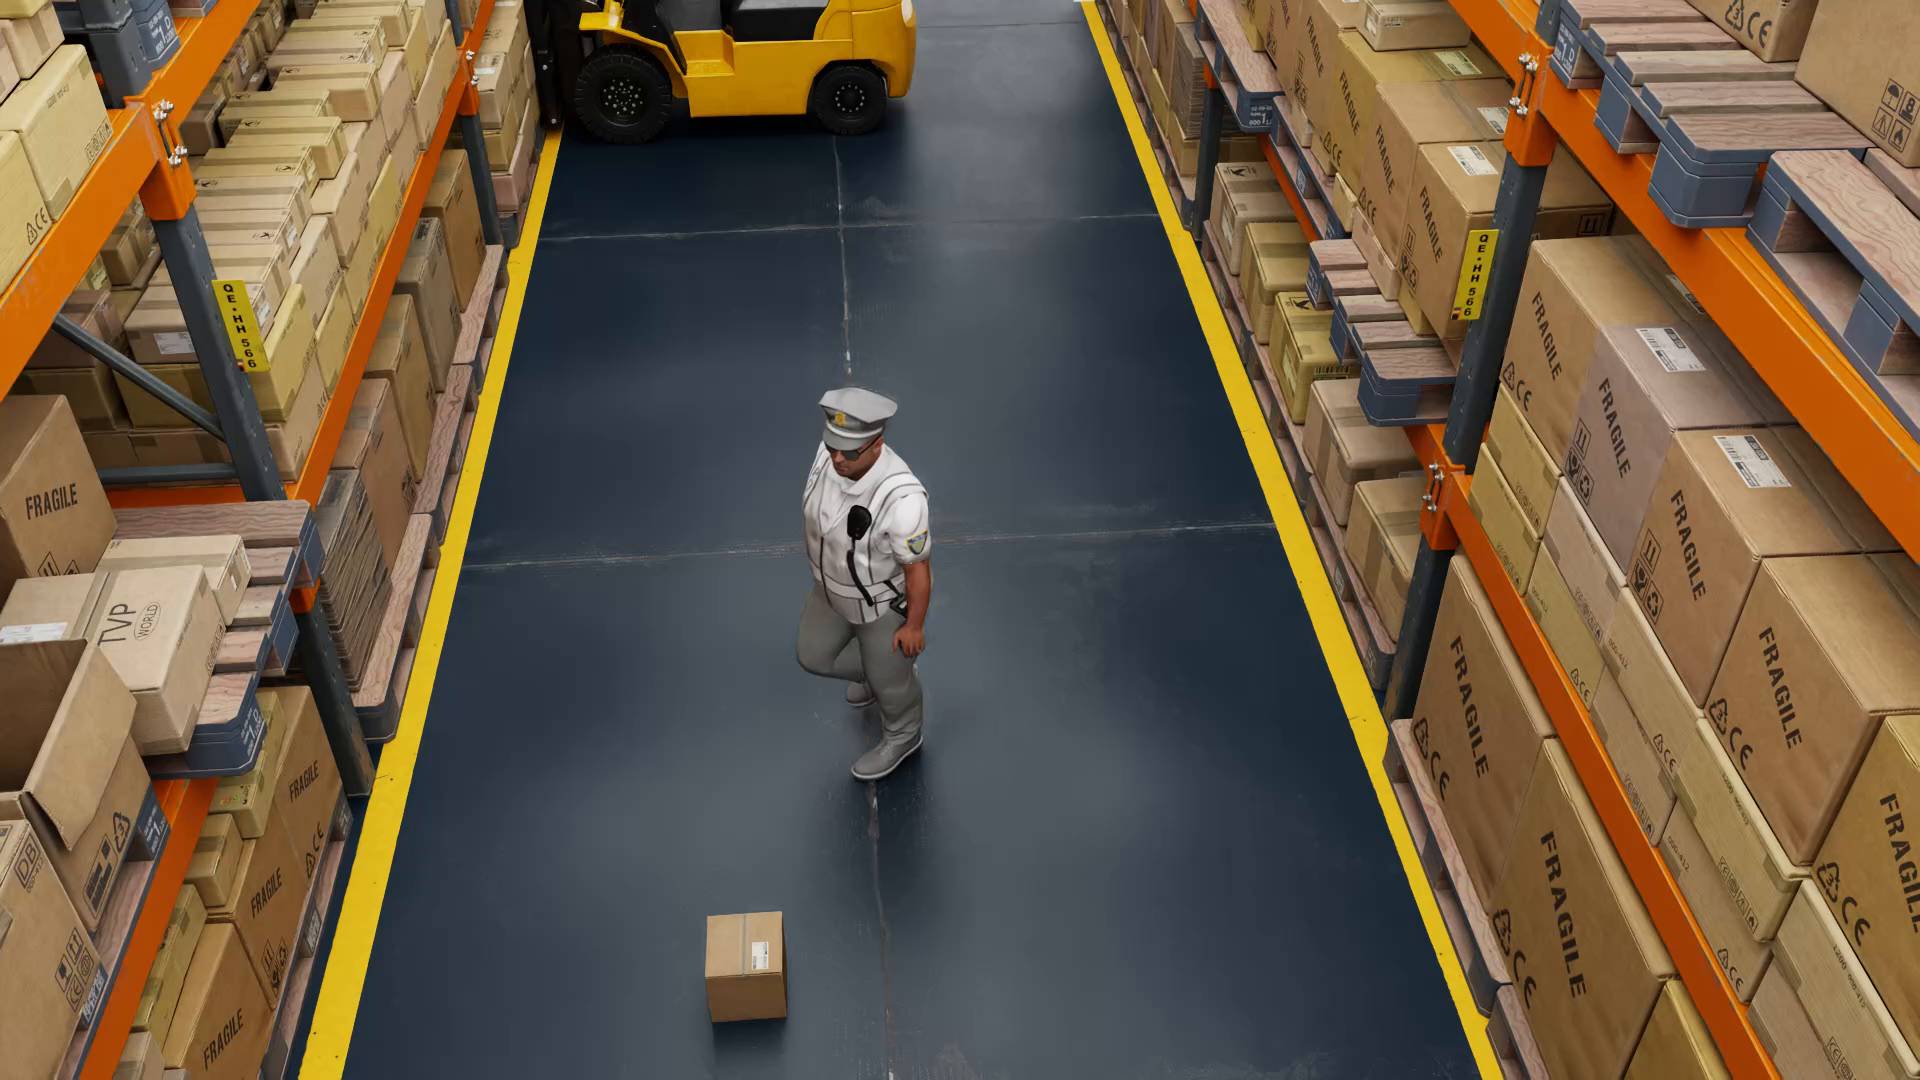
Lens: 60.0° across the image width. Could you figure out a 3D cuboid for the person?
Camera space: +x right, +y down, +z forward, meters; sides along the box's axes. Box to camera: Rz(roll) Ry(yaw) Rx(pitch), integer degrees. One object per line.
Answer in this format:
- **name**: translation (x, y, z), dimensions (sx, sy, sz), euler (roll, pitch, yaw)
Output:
- **person**: translation (-0.291, 0.148, 5.935), dimensions (0.526, 1.755, 0.593), euler (-31, 48, -32)
